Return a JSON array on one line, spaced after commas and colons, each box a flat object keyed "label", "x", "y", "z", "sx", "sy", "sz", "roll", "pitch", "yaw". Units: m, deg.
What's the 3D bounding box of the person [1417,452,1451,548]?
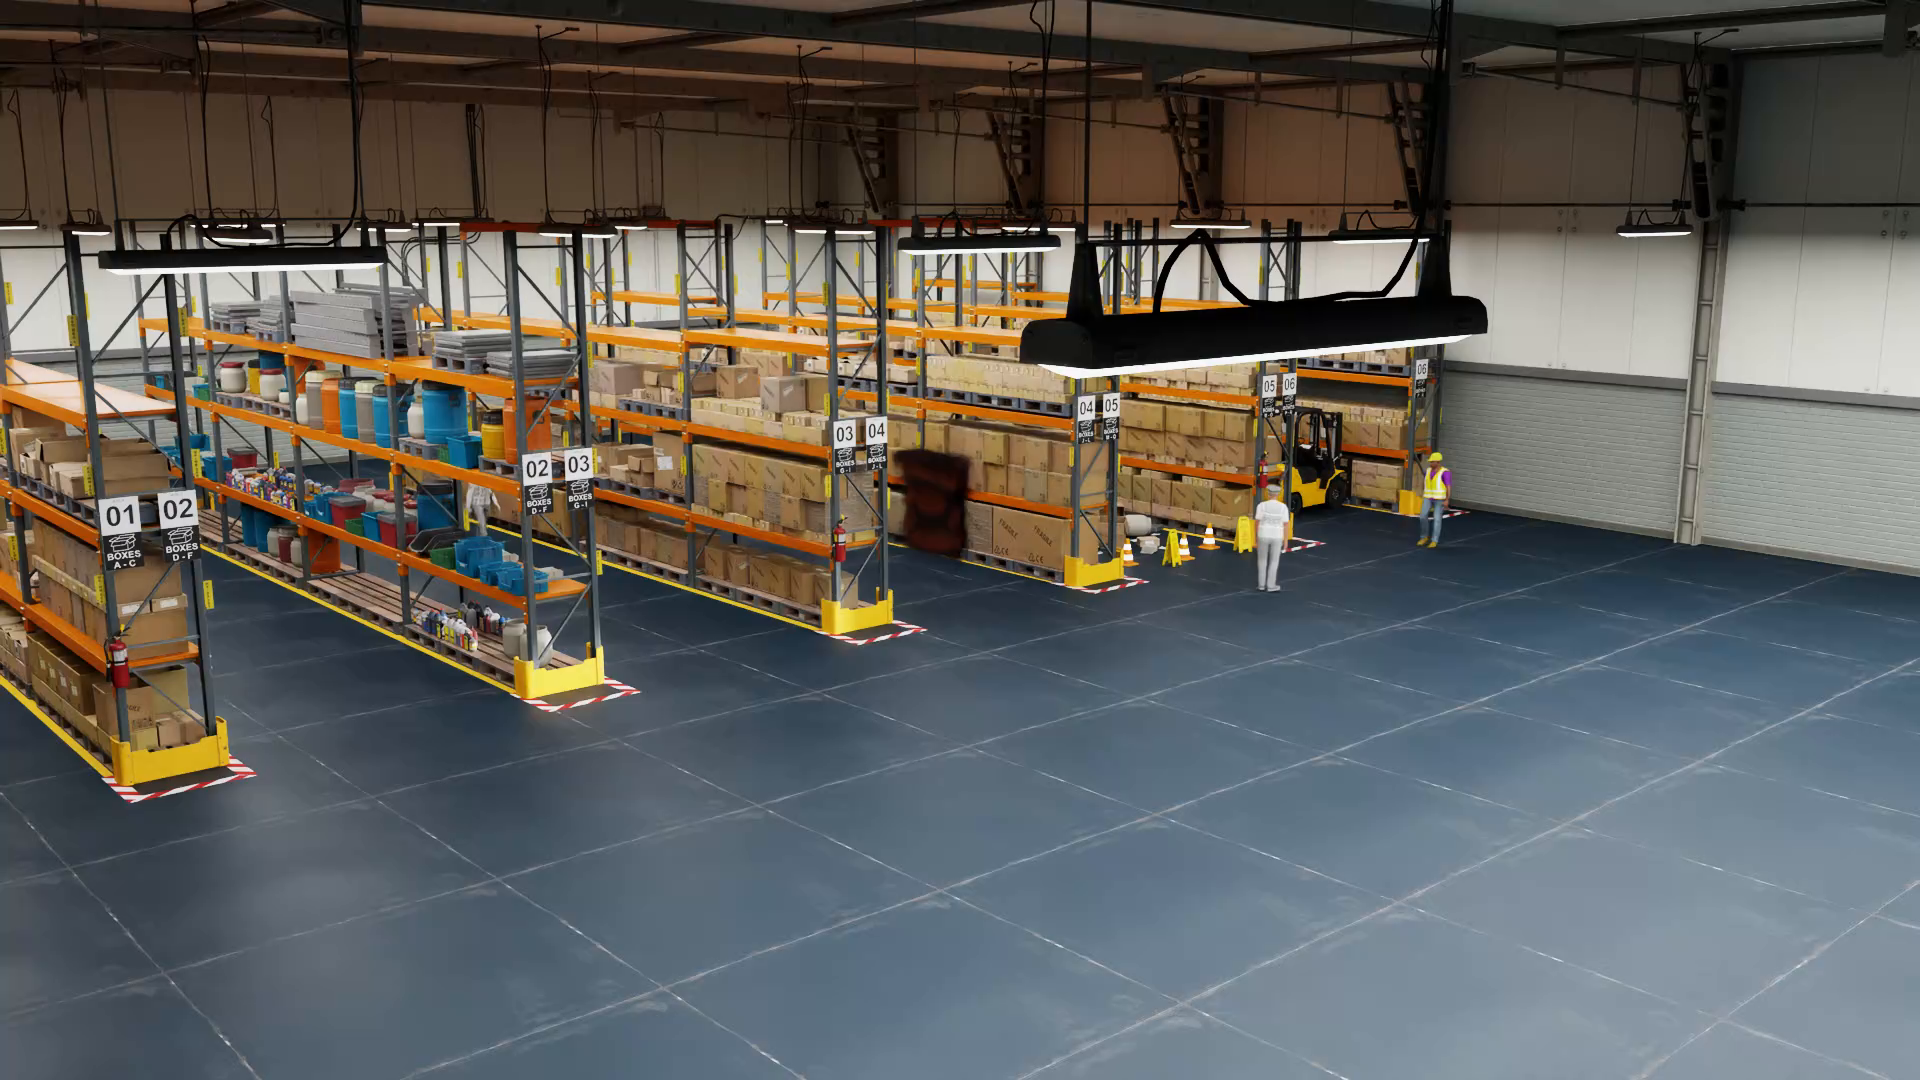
[{"label": "person", "x": 8.890, "y": -0.737, "z": 31.155, "sx": 0.587, "sy": 1.803, "sz": 0.496, "roll": 7, "pitch": 13, "yaw": 30}]

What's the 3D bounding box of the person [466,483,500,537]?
[{"label": "person", "x": -8.889, "y": -0.649, "z": 30.940, "sx": 0.579, "sy": 1.614, "sz": 0.996, "roll": -10, "pitch": 15, "yaw": -42}]

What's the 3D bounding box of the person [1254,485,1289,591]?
[{"label": "person", "x": 5.146, "y": -0.026, "z": 27.512, "sx": 0.553, "sy": 1.770, "sz": 0.403, "roll": 2, "pitch": 12, "yaw": 10}]
